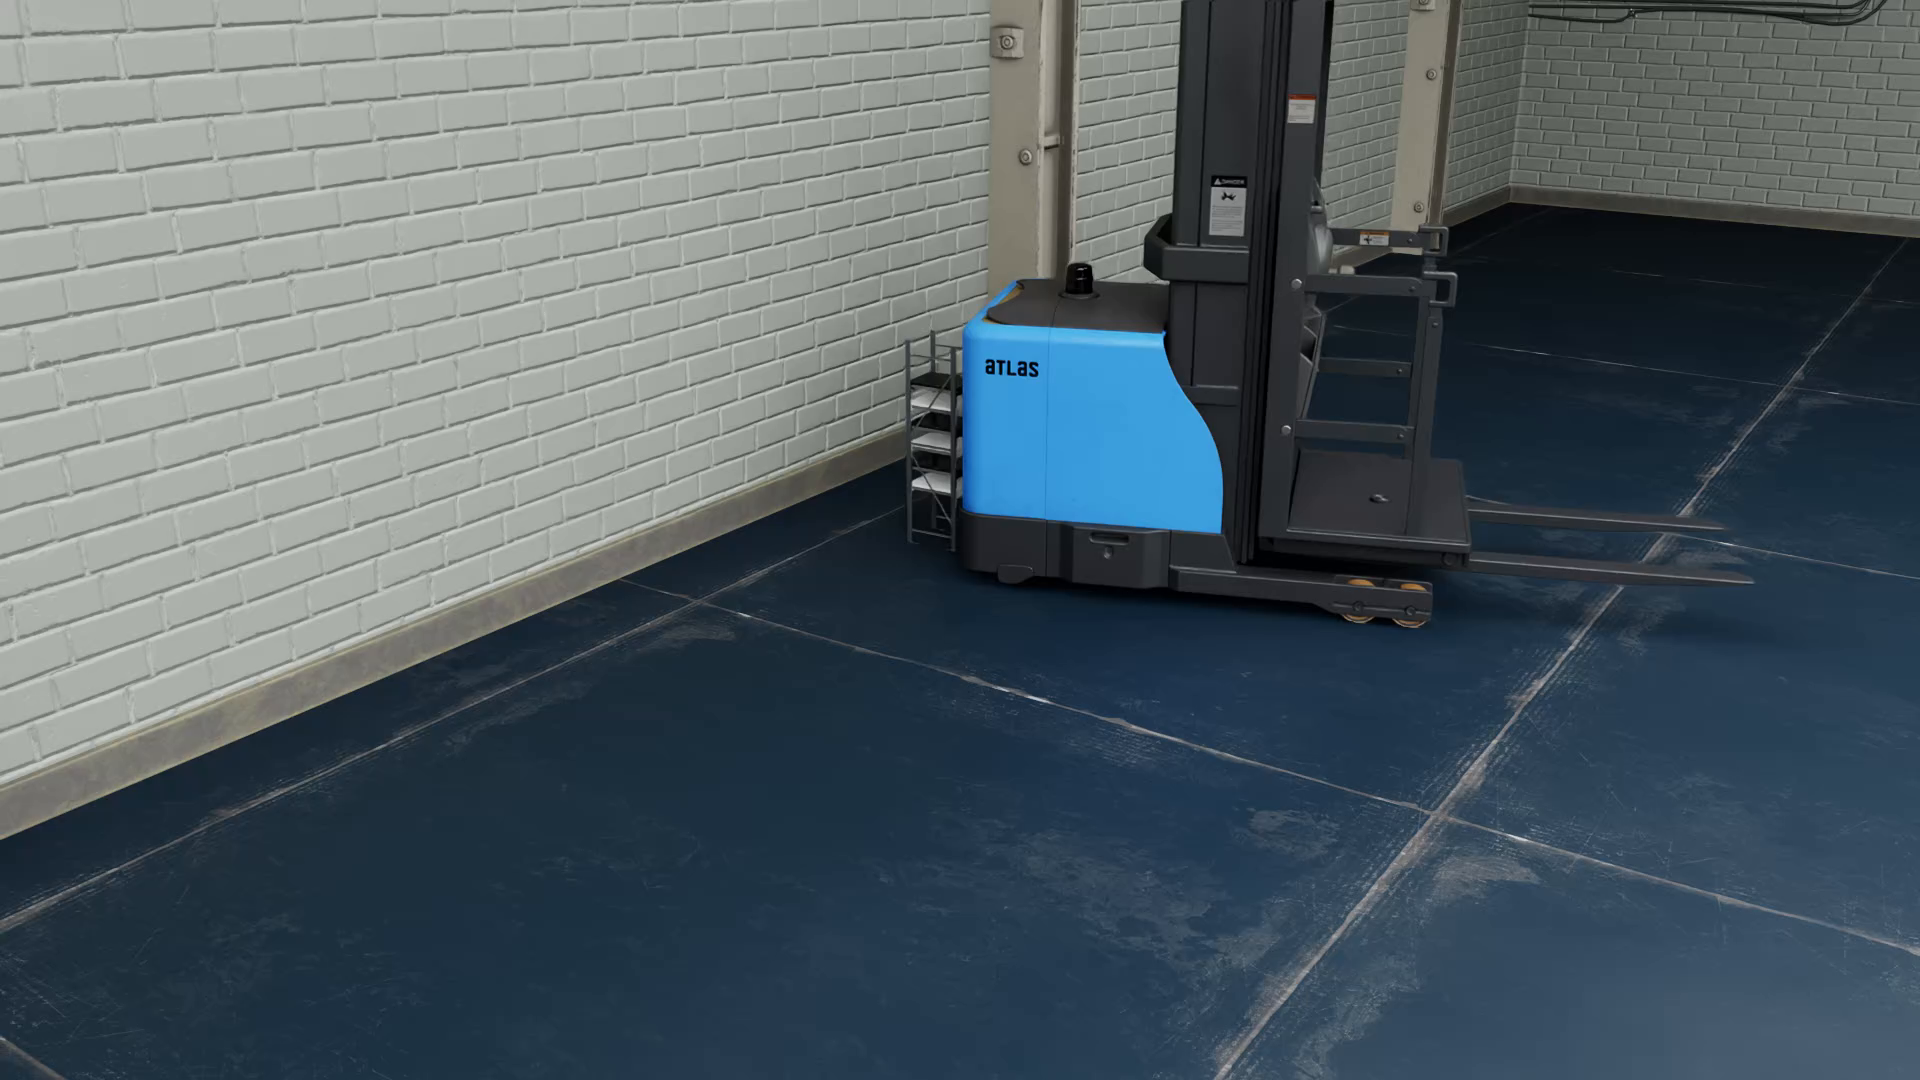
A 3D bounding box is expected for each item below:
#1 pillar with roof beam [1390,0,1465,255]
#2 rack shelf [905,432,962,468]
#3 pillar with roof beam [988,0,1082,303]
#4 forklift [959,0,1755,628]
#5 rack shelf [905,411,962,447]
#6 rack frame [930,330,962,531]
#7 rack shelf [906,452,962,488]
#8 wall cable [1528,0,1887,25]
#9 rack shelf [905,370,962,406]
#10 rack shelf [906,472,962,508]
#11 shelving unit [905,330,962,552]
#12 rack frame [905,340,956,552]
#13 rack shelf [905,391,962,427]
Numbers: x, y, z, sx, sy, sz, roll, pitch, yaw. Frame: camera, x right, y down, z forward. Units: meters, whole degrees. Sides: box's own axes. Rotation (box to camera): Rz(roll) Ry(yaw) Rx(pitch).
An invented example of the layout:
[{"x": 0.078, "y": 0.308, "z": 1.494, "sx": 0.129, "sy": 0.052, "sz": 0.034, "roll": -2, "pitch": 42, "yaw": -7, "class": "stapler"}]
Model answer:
[{"x": 7.314, "y": -5.781, "z": 9.923, "sx": 9.100, "sy": 9.000, "sz": 0.400, "roll": 13, "pitch": 24, "yaw": 32, "class": "pillar with roof beam"}, {"x": -0.072, "y": -0.391, "z": 7.120, "sx": 0.258, "sy": 0.077, "sz": 0.200, "roll": 11, "pitch": 23, "yaw": 28, "class": "rack shelf"}, {"x": 3.941, "y": -4.060, "z": 5.269, "sx": 9.100, "sy": 9.000, "sz": 0.400, "roll": 13, "pitch": 24, "yaw": 32, "class": "pillar with roof beam"}, {"x": 1.569, "y": -1.242, "z": 6.398, "sx": 3.031, "sy": 2.935, "sz": 1.130, "roll": 5, "pitch": 21, "yaw": 13, "class": "forklift"}, {"x": -0.072, "y": -0.475, "z": 7.089, "sx": 0.258, "sy": 0.077, "sz": 0.200, "roll": 11, "pitch": 23, "yaw": 28, "class": "rack shelf"}, {"x": -0.021, "y": -0.453, "z": 7.191, "sx": 0.240, "sy": 0.900, "sz": 0.006, "roll": 11, "pitch": 23, "yaw": 28, "class": "rack frame"}, {"x": -0.072, "y": -0.306, "z": 7.152, "sx": 0.258, "sy": 0.077, "sz": 0.200, "roll": 11, "pitch": 23, "yaw": 28, "class": "rack shelf"}, {"x": 6.503, "y": -5.752, "z": 14.319, "sx": 3.097, "sy": 2.526, "sz": 0.112, "roll": 13, "pitch": 24, "yaw": 32, "class": "wall cable"}, {"x": -0.072, "y": -0.644, "z": 7.027, "sx": 0.258, "sy": 0.077, "sz": 0.200, "roll": 11, "pitch": 23, "yaw": 28, "class": "rack shelf"}, {"x": -0.072, "y": -0.222, "z": 7.183, "sx": 0.258, "sy": 0.077, "sz": 0.200, "roll": 11, "pitch": 23, "yaw": 28, "class": "rack shelf"}, {"x": -0.072, "y": -0.422, "z": 7.109, "sx": 0.258, "sy": 0.900, "sz": 0.210, "roll": 11, "pitch": 23, "yaw": 28, "class": "shelving unit"}, {"x": -0.123, "y": -0.391, "z": 7.026, "sx": 0.240, "sy": 0.900, "sz": 0.006, "roll": 11, "pitch": 23, "yaw": 28, "class": "rack frame"}, {"x": -0.072, "y": -0.560, "z": 7.058, "sx": 0.258, "sy": 0.077, "sz": 0.200, "roll": 11, "pitch": 23, "yaw": 28, "class": "rack shelf"}]
